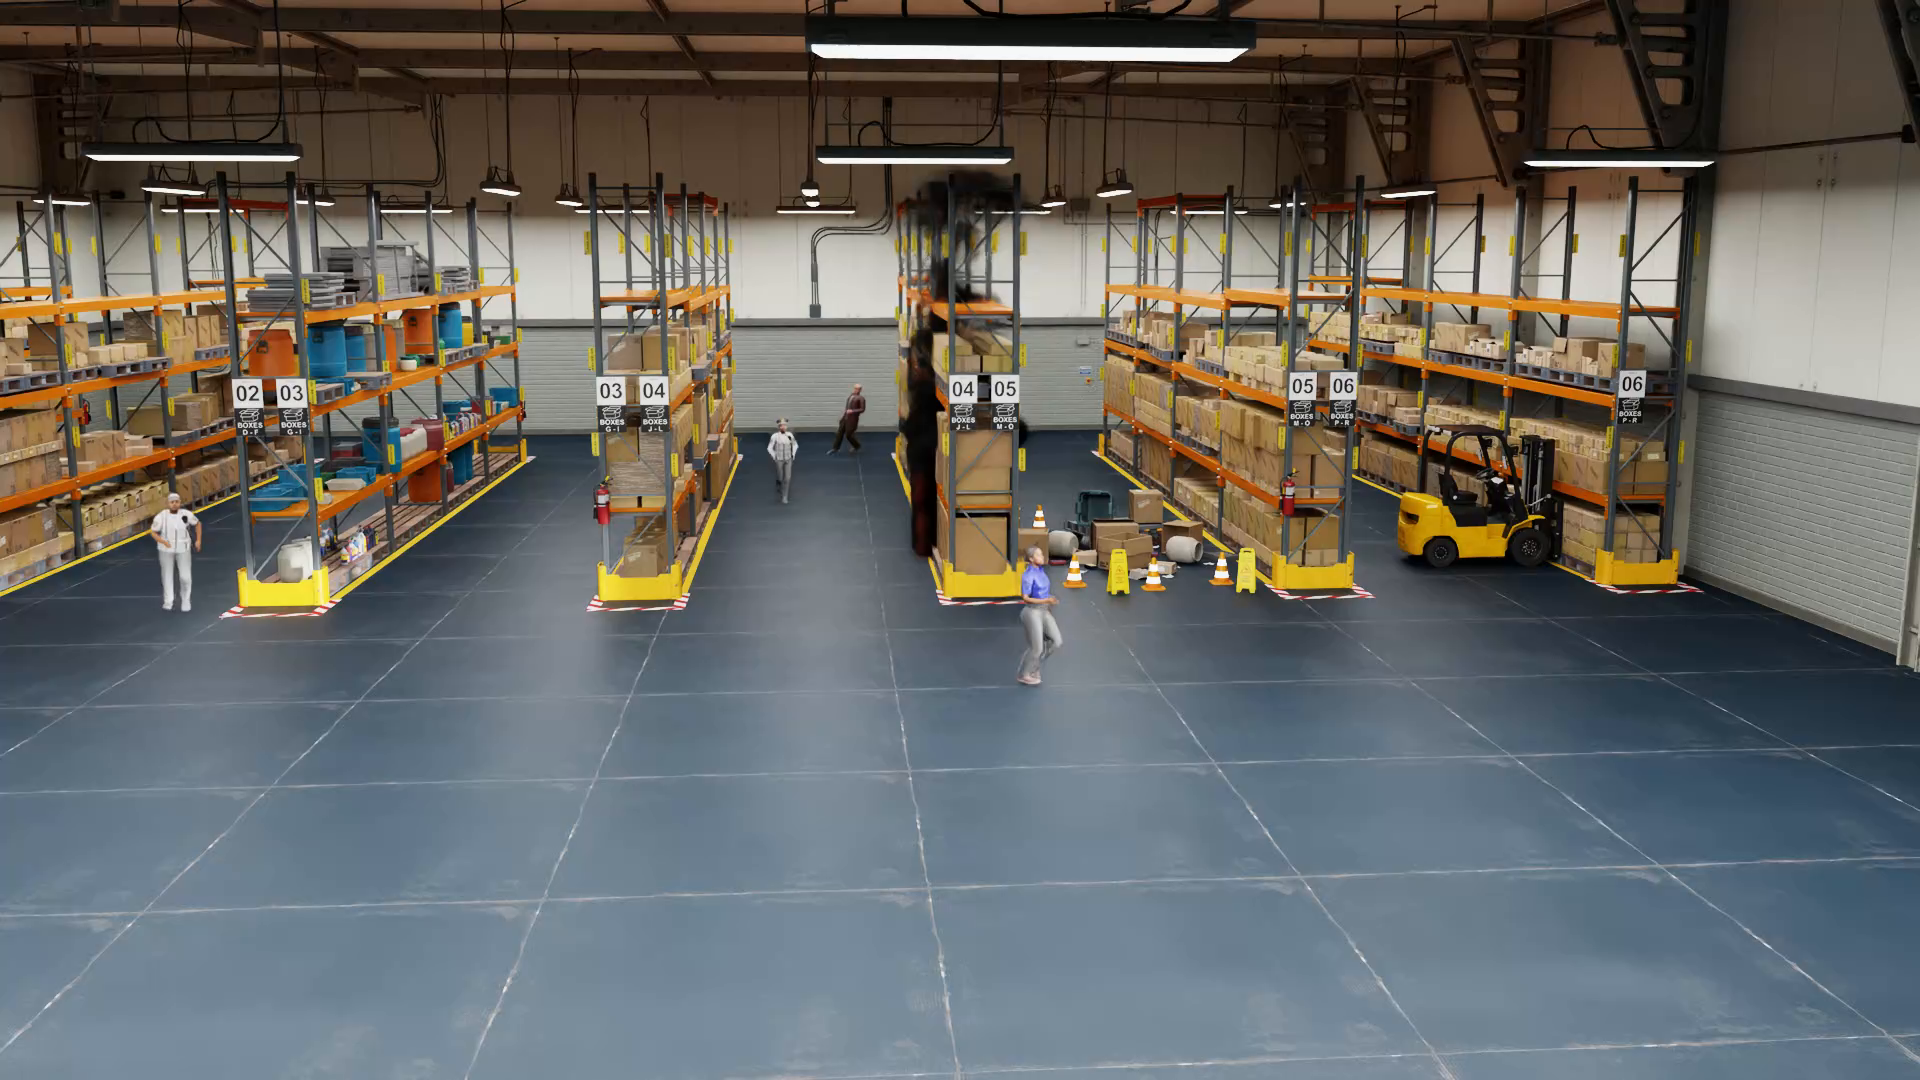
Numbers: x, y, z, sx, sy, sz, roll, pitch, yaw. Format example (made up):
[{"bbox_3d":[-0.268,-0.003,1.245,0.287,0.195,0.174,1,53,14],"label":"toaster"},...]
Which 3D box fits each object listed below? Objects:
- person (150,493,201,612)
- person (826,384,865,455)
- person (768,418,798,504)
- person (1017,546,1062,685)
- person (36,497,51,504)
[{"bbox_3d":[-10.832,0.190,23.017,0.642,1.700,0.606,-5,11,-27],"label":"person"},{"bbox_3d":[-2.676,-2.904,40.188,0.893,1.715,0.794,-8,13,-37],"label":"person"},{"bbox_3d":[-3.495,-1.586,32.951,0.617,1.671,0.696,-2,10,-13],"label":"person"},{"bbox_3d":[0.933,0.871,19.061,0.580,1.624,0.562,6,12,30],"label":"person"},{"bbox_3d":[-16.644,-1.058,30.258,0.537,1.558,0.549,-2,10,-13],"label":"person"}]
